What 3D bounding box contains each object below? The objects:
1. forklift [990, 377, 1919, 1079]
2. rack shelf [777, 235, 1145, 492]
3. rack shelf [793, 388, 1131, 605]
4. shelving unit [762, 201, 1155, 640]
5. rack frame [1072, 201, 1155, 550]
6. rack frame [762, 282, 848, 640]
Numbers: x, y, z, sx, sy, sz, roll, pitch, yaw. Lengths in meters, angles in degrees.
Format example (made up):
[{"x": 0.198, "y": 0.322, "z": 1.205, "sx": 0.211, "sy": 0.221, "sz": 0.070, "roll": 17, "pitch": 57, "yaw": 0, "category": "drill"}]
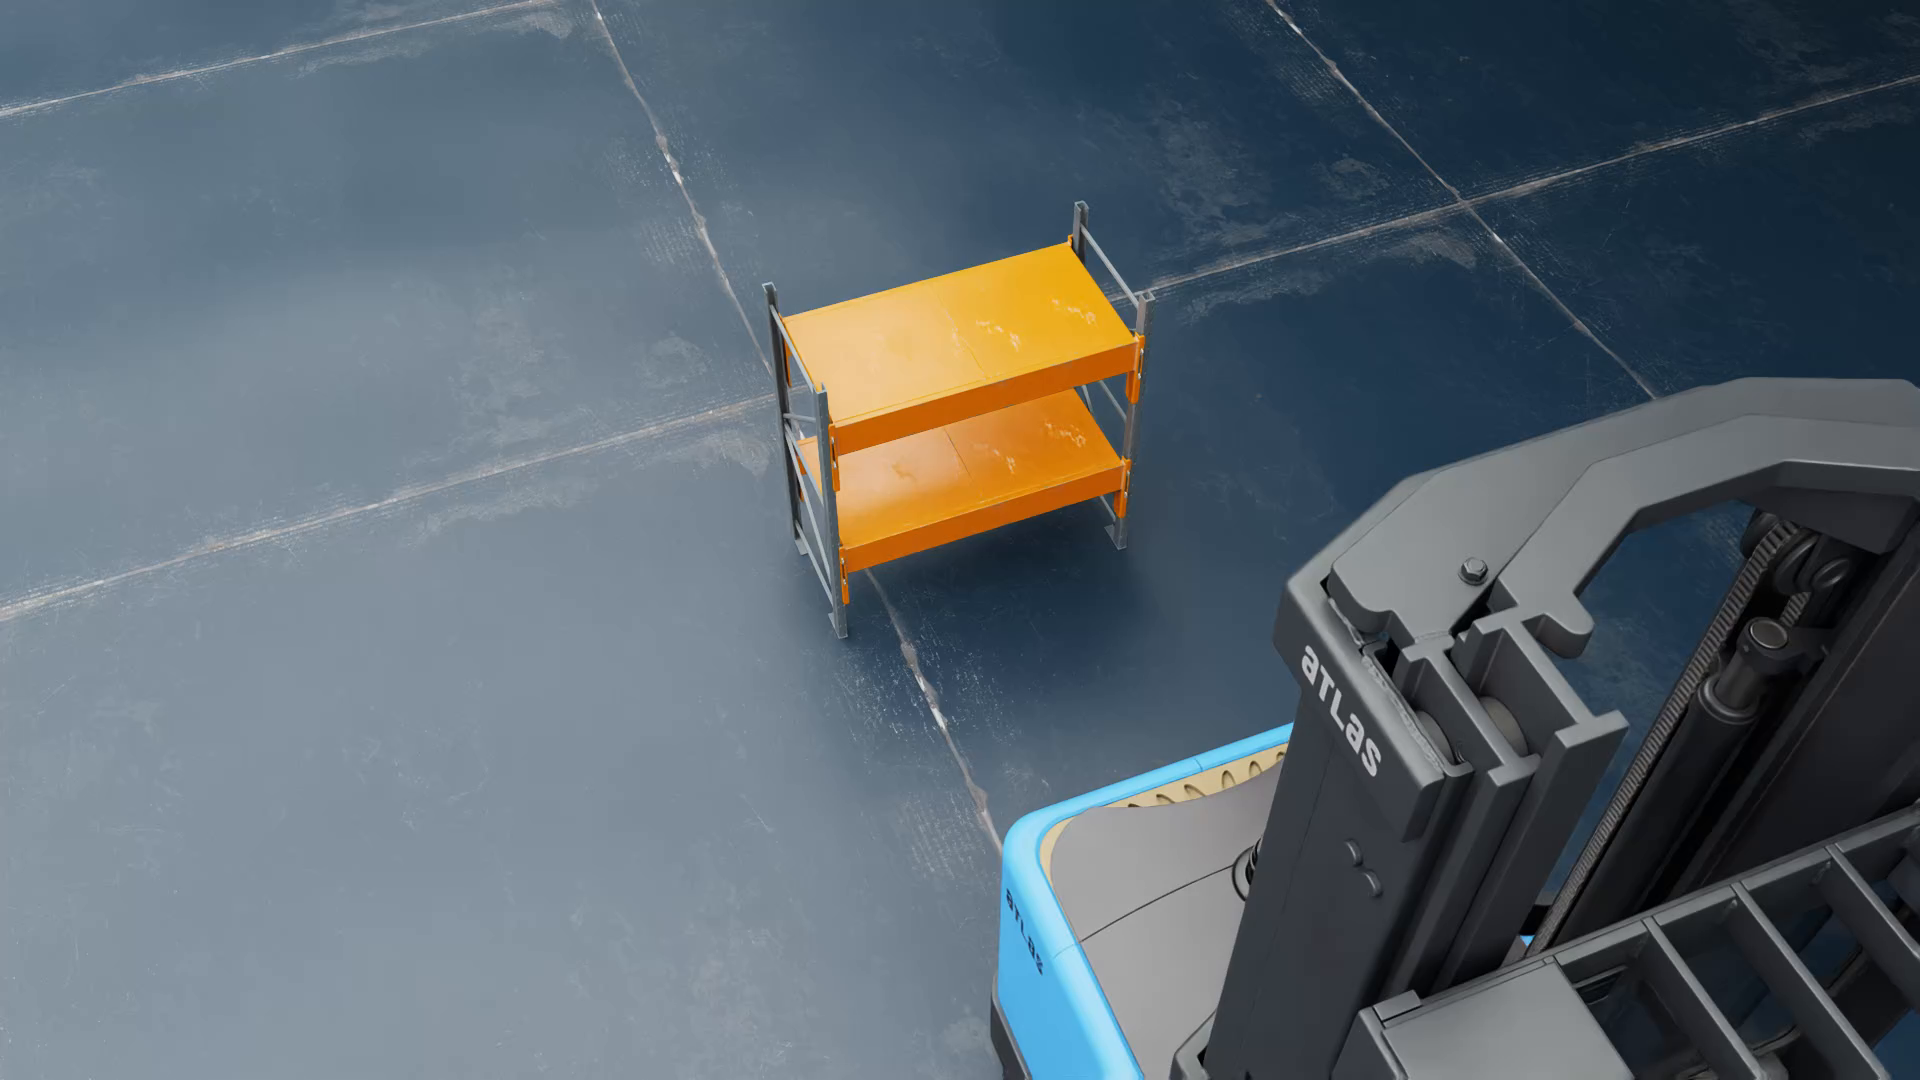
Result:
[{"x": 1.092, "y": 1.298, "z": 2.703, "sx": 1.130, "sy": 2.935, "sz": 3.031, "roll": -17, "pitch": 51, "yaw": -14, "category": "forklift"}, {"x": -0.006, "y": -0.555, "z": 5.100, "sx": 1.000, "sy": 0.278, "sz": 0.538, "roll": -17, "pitch": 52, "yaw": -14, "category": "rack shelf"}, {"x": -0.006, "y": -0.205, "z": 5.507, "sx": 1.000, "sy": 0.278, "sz": 0.538, "roll": -17, "pitch": 52, "yaw": -14, "category": "rack shelf"}, {"x": -0.006, "y": -0.365, "z": 5.322, "sx": 1.048, "sy": 1.125, "sz": 0.538, "roll": -17, "pitch": 52, "yaw": -14, "category": "shelving unit"}, {"x": 0.464, "y": -0.510, "z": 5.447, "sx": 0.032, "sy": 1.125, "sz": 0.500, "roll": -17, "pitch": 52, "yaw": -14, "category": "rack frame"}, {"x": -0.477, "y": -0.219, "z": 5.196, "sx": 0.032, "sy": 1.125, "sz": 0.500, "roll": -17, "pitch": 52, "yaw": -14, "category": "rack frame"}]
